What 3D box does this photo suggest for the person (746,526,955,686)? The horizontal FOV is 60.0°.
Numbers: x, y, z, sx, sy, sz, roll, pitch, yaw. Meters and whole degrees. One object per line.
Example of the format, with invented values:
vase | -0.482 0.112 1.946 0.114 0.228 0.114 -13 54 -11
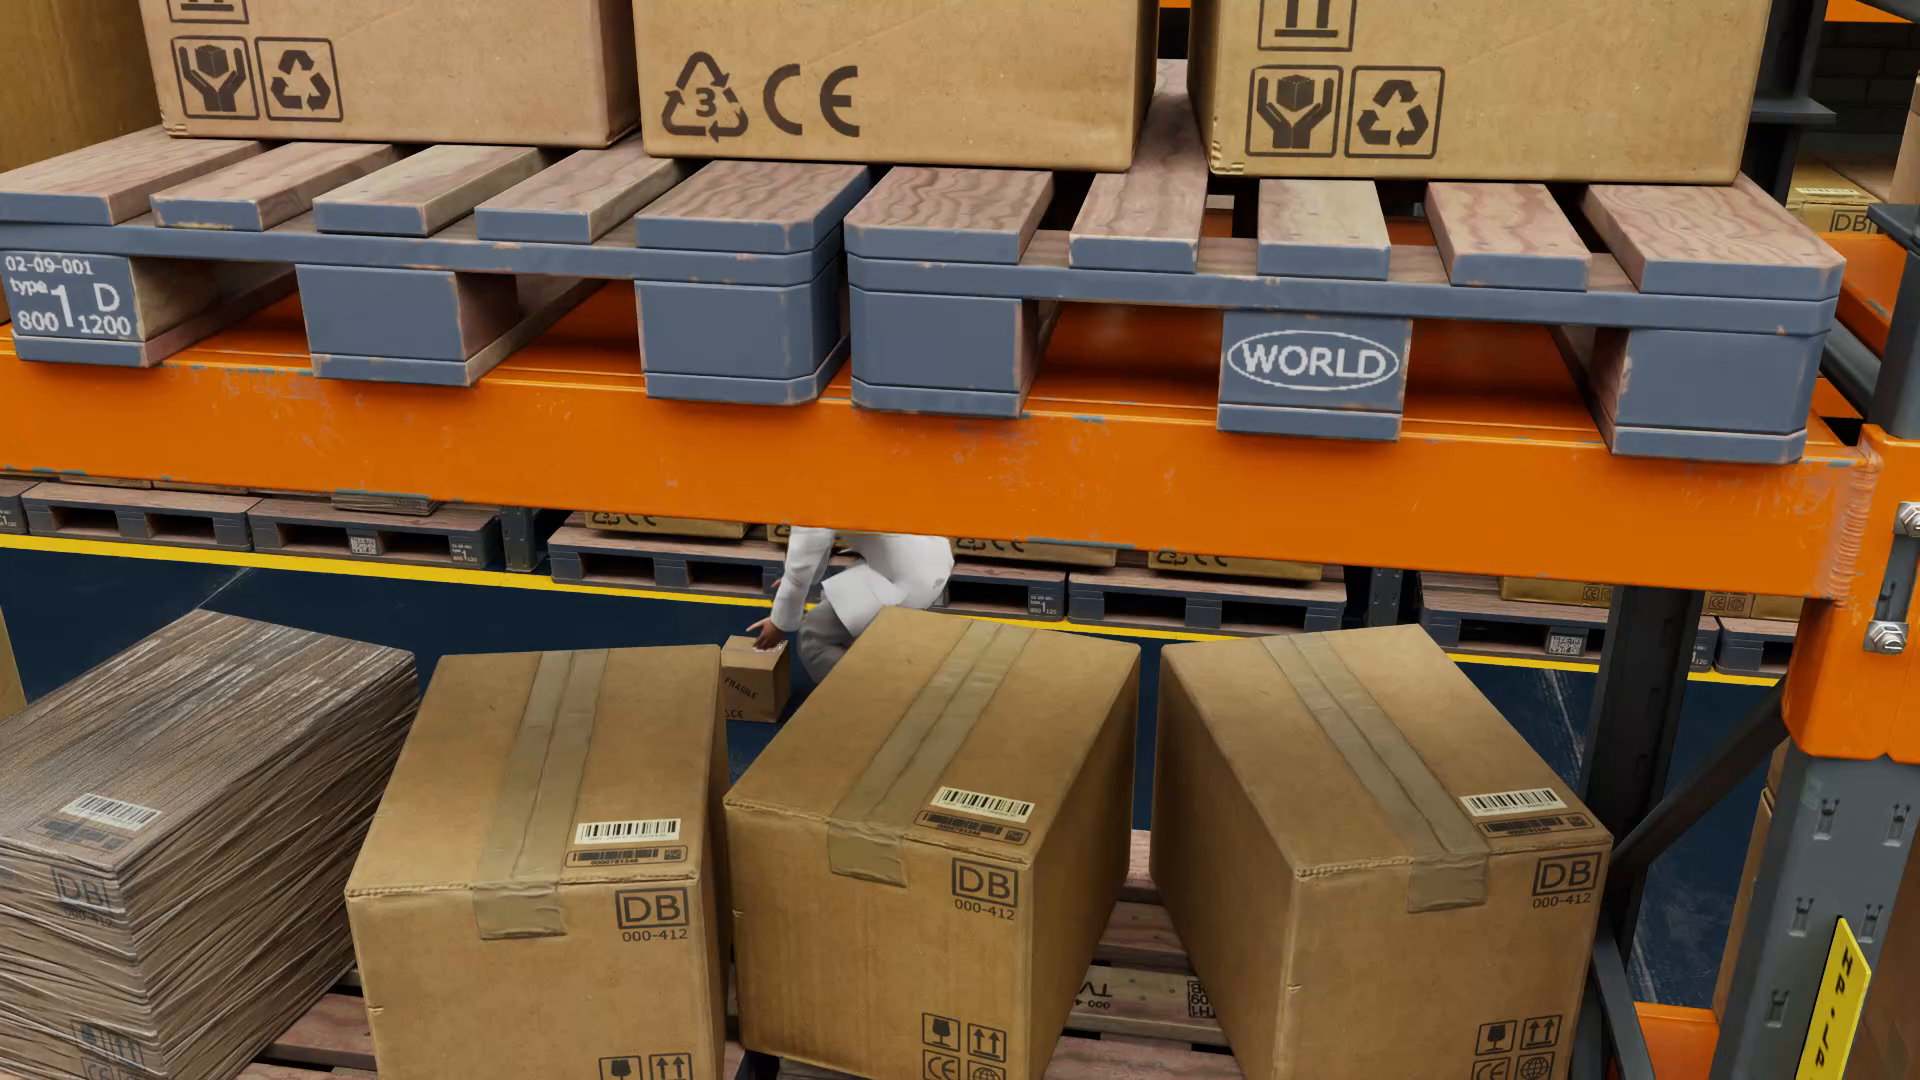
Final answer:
person | -0.419 0.193 6.414 0.780 1.189 0.631 4 25 9
